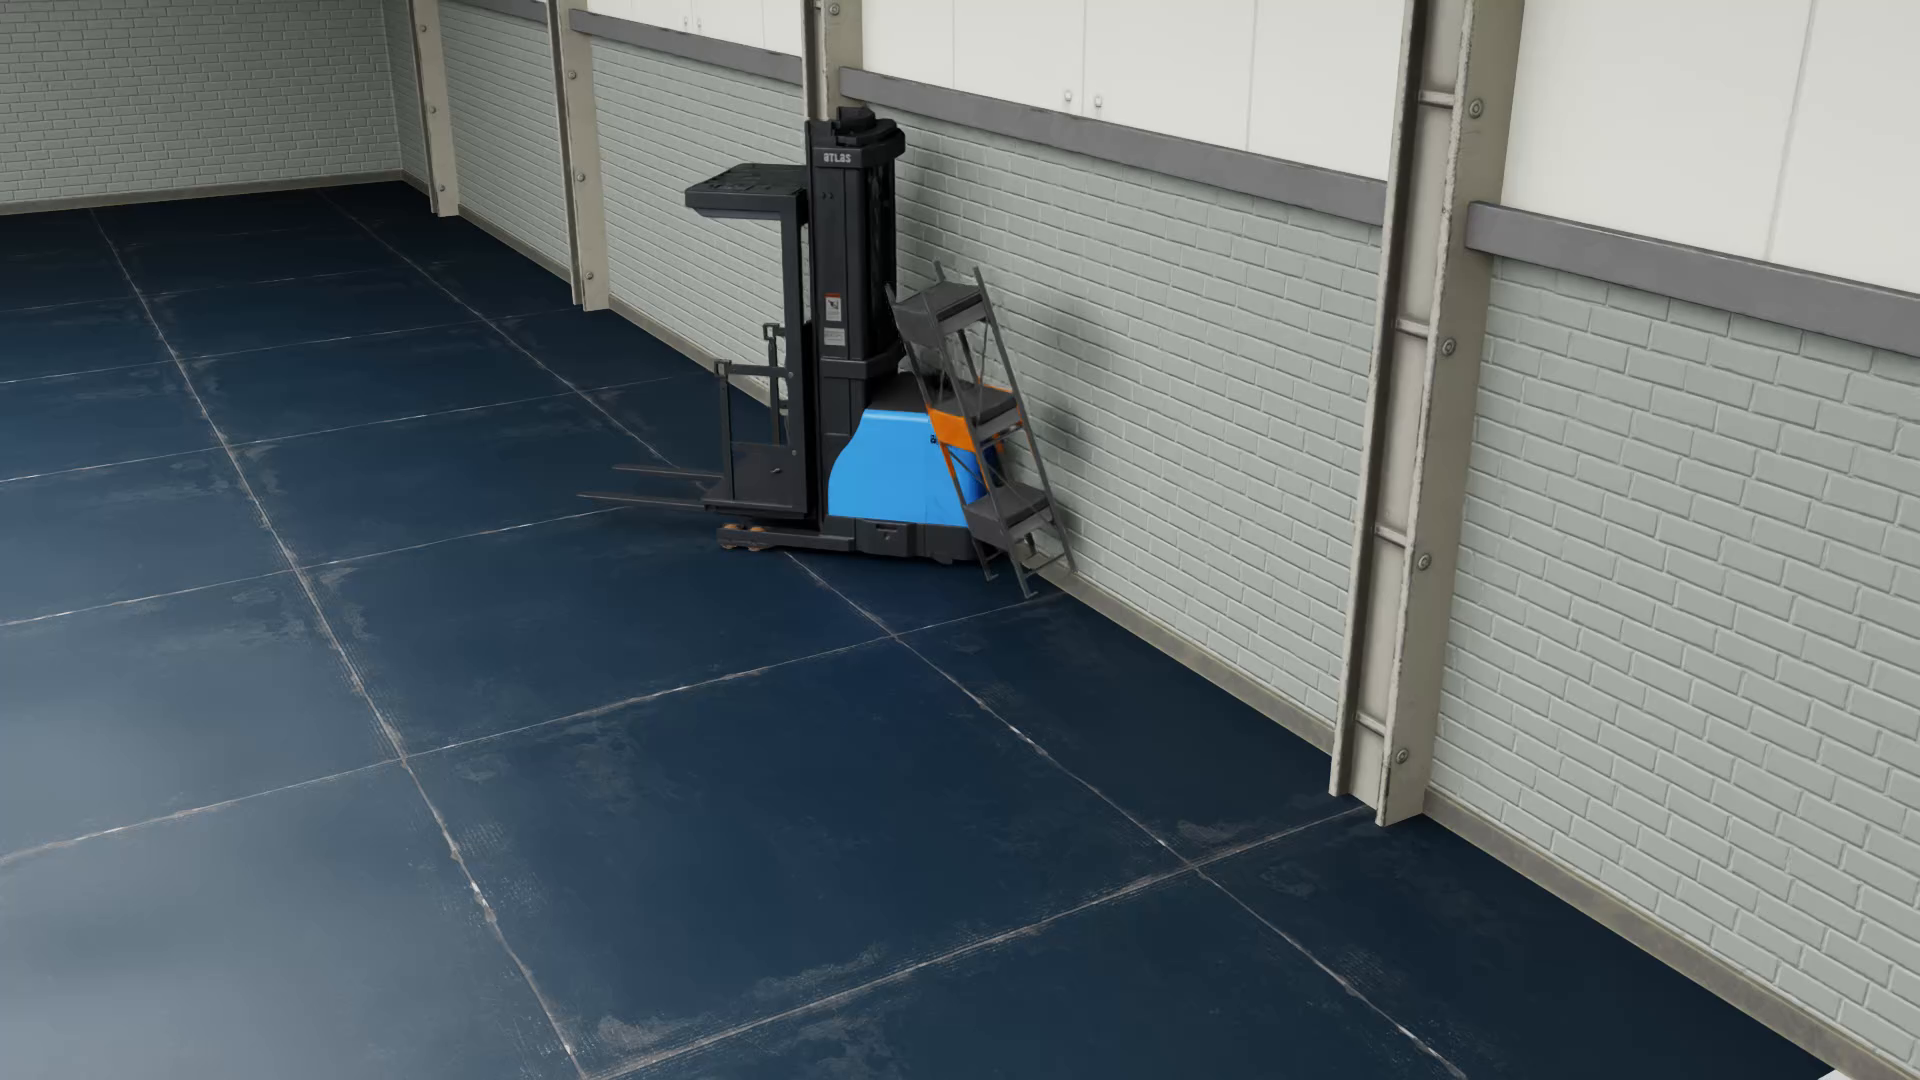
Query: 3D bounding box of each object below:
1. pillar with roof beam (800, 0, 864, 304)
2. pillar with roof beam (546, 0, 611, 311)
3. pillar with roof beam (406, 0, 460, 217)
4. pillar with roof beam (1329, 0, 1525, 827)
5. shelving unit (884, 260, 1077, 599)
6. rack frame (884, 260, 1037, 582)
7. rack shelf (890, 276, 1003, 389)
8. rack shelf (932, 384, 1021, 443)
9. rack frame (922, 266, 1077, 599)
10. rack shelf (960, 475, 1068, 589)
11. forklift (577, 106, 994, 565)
[{"bbox_3d":[-4.629,-3.945,9.566,9.100,9.000,0.400,-13,25,-28],"label":"pillar with roof beam"},{"bbox_3d":[-7.694,-5.887,14.344,9.100,9.000,0.400,-13,25,-28],"label":"pillar with roof beam"},{"bbox_3d":[-10.759,-7.829,19.123,9.100,9.000,0.400,-13,25,-28],"label":"pillar with roof beam"},{"bbox_3d":[-1.565,-2.002,4.787,9.100,9.000,0.400,-13,25,-28],"label":"pillar with roof beam"},{"bbox_3d":[0.145,-0.677,10.405,0.431,2.100,0.503,-29,25,-21],"label":"shelving unit"},{"bbox_3d":[0.026,-0.728,10.612,0.400,2.100,0.015,-29,25,-21],"label":"rack frame"},{"bbox_3d":[-0.066,-1.272,10.136,0.431,0.518,0.480,-29,25,-21],"label":"rack shelf"},{"bbox_3d":[0.107,-0.784,10.357,0.368,0.174,0.457,-29,25,-21],"label":"rack shelf"},{"bbox_3d":[0.264,-0.626,10.199,0.400,2.100,0.015,-29,25,-21],"label":"rack frame"},{"bbox_3d":[0.364,-0.058,10.686,0.431,0.518,0.480,-29,25,-21],"label":"rack shelf"},{"bbox_3d":[-1.224,-1.466,11.527,3.031,2.935,1.130,5,23,12],"label":"forklift"}]
